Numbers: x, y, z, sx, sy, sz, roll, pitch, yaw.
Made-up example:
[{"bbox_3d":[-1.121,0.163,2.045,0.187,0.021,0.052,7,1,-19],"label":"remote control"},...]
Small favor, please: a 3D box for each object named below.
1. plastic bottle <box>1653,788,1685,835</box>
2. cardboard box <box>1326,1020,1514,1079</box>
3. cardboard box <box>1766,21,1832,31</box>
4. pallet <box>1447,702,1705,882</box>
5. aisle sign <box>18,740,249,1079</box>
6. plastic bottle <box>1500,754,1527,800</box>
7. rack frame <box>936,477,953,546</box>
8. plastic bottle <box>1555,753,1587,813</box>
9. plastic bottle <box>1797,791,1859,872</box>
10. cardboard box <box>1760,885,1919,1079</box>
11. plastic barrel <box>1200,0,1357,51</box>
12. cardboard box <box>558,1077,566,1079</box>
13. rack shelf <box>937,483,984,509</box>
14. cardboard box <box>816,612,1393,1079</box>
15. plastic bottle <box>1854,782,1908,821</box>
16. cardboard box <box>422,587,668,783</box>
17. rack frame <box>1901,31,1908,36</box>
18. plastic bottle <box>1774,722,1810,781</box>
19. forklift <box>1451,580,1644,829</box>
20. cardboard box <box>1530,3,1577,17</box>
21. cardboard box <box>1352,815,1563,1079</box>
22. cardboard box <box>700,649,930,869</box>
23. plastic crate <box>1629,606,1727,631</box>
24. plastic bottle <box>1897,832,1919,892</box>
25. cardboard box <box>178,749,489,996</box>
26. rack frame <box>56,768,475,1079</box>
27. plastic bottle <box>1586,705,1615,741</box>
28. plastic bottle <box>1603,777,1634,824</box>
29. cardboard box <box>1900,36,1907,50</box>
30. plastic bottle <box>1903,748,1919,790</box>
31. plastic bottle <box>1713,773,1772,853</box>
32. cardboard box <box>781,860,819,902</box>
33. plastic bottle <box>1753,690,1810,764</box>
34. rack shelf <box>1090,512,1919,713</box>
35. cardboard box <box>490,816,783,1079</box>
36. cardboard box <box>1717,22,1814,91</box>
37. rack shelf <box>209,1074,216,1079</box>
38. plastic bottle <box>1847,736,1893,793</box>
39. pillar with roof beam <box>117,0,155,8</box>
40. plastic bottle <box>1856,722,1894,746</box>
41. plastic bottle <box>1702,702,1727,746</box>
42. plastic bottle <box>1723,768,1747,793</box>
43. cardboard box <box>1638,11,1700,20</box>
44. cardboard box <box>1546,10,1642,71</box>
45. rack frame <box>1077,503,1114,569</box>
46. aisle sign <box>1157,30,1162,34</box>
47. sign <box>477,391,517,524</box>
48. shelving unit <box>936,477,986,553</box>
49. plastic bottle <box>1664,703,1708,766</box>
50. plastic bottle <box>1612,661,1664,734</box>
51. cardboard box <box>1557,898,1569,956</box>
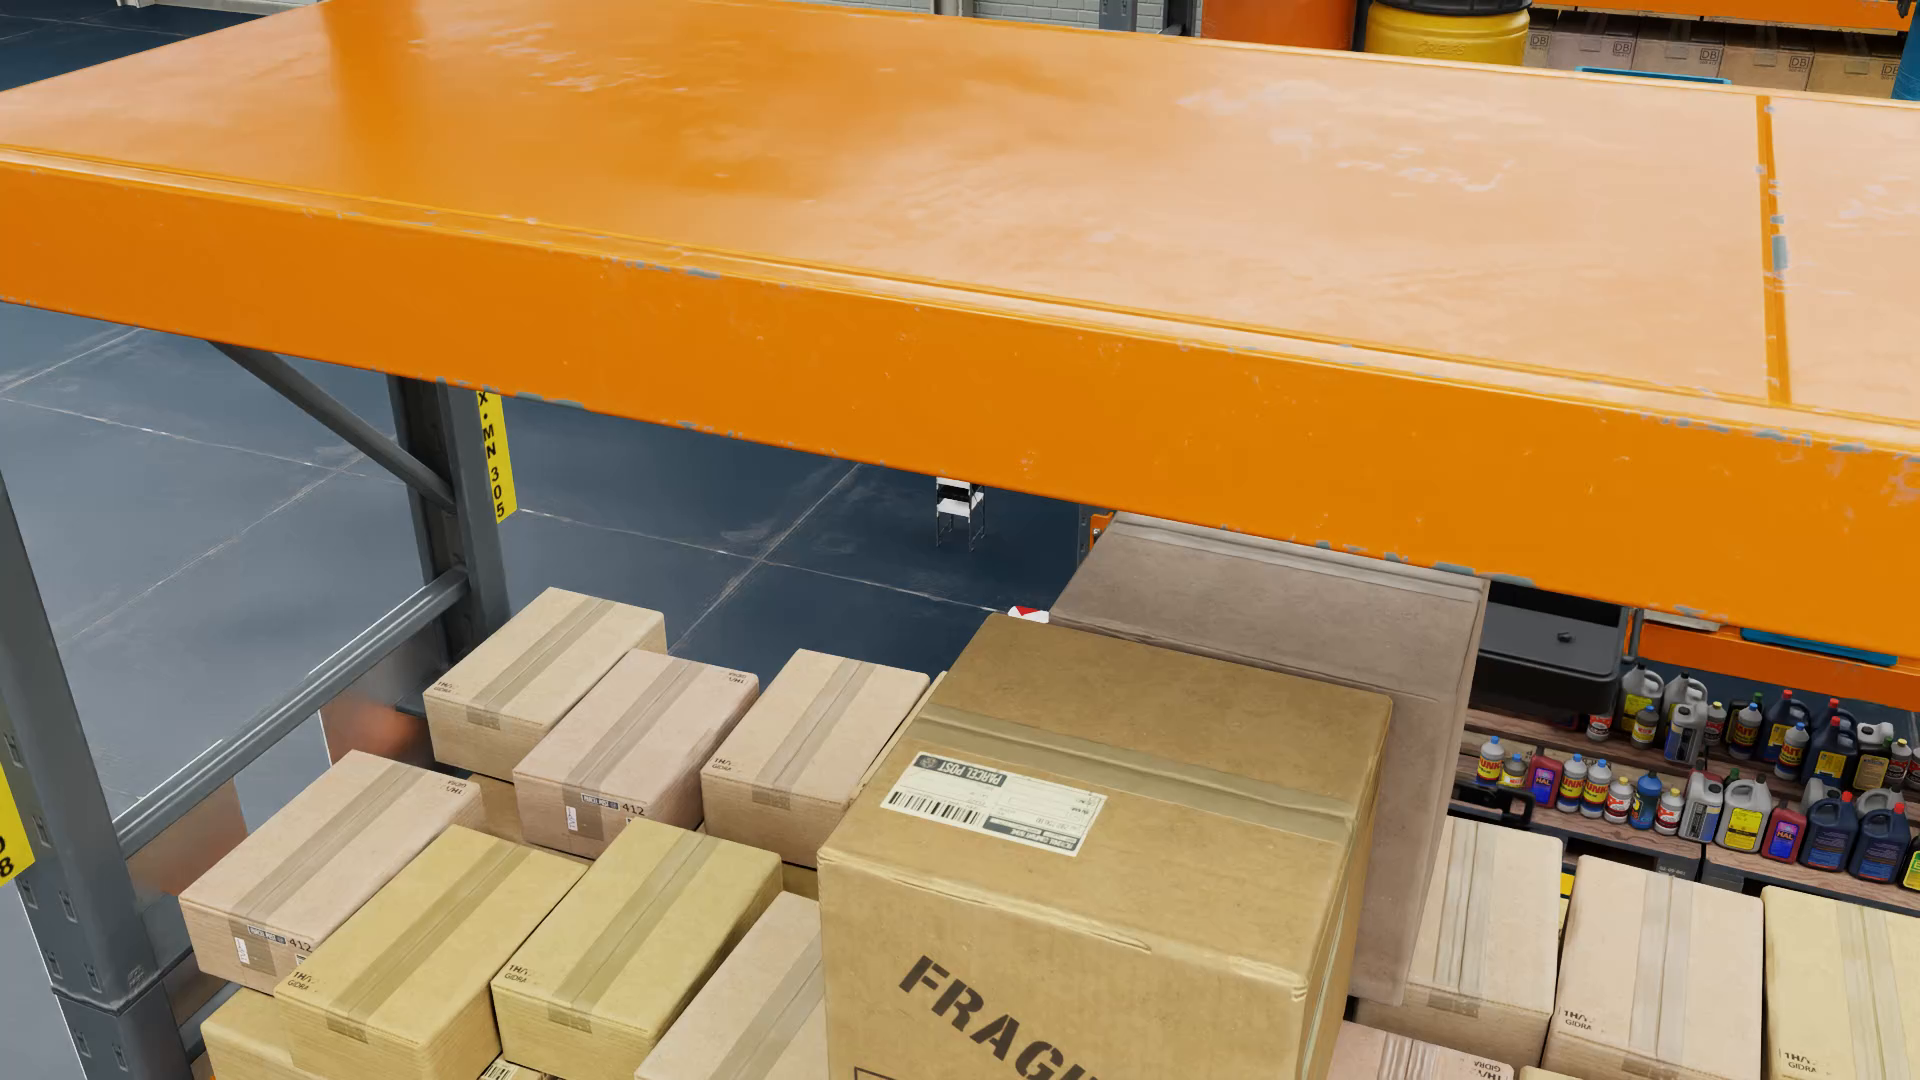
[{"bbox_3d":[3.020,1.146,7.071,0.097,0.201,0.097,0,29,0],"label":"plastic bottle"},{"bbox_3d":[0.512,0.785,2.011,0.250,0.149,0.380,11,31,19],"label":"cardboard box"},{"bbox_3d":[7.177,-4.580,14.174,0.500,0.500,0.500,11,31,19],"label":"cardboard box"},{"bbox_3d":[2.730,1.089,7.608,1.213,0.211,1.003,11,31,19],"label":"pallet"},{"bbox_3d":[-1.267,0.756,2.723,0.004,0.787,0.394,11,31,19],"label":"aisle sign"},{"bbox_3d":[2.424,1.027,7.281,0.097,0.201,0.097,0,29,0],"label":"plastic bottle"},{"bbox_3d":[-0.087,-0.409,9.559,0.006,0.900,0.240,11,31,19],"label":"rack frame"},{"bbox_3d":[2.645,1.041,7.186,0.097,0.271,0.097,0,29,0],"label":"plastic bottle"},{"bbox_3d":[3.589,1.182,6.855,0.185,0.351,0.144,10,31,17],"label":"plastic bottle"},{"bbox_3d":[1.201,0.663,2.227,0.250,0.149,0.380,11,31,18],"label":"cardboard box"},{"bbox_3d":[1.263,-2.140,6.576,0.708,0.830,0.600,11,31,19],"label":"plastic barrel"},{"bbox_3d":[-0.268,0.821,2.353,0.500,0.250,0.500,11,31,18],"label":"cardboard box"},{"bbox_3d":[0.008,-0.283,9.587,0.200,0.077,0.258,11,31,19],"label":"rack shelf"},{"bbox_3d":[0.177,0.463,1.922,0.500,0.500,0.500,11,31,19],"label":"cardboard box"},{"bbox_3d":[3.821,1.152,6.909,0.185,0.351,0.144,11,31,19],"label":"plastic bottle"},{"bbox_3d":[-0.723,0.257,2.946,0.250,0.149,0.380,11,31,19],"label":"cardboard box"},{"bbox_3d":[8.196,-4.274,14.262,0.127,3.000,1.000,11,31,19],"label":"rack frame"},{"bbox_3d":[3.700,0.930,7.383,0.097,0.271,0.097,0,29,0],"label":"plastic bottle"},{"bbox_3d":[1.404,0.908,5.165,3.031,2.935,1.130,12,32,21],"label":"forklift"},{"bbox_3d":[5.273,-4.962,14.851,0.500,0.500,0.500,11,31,19],"label":"cardboard box"},{"bbox_3d":[0.717,0.573,2.387,0.250,0.149,0.380,10,31,17],"label":"cardboard box"},{"bbox_3d":[-0.231,0.359,2.765,0.250,0.149,0.380,10,31,17],"label":"cardboard box"},{"bbox_3d":[2.872,0.174,6.663,0.437,0.136,0.530,11,31,19],"label":"plastic crate"},{"bbox_3d":[3.902,1.296,6.722,0.133,0.283,0.061,13,32,22],"label":"plastic bottle"},{"bbox_3d":[-0.929,0.504,2.508,0.250,0.149,0.380,11,31,19],"label":"cardboard box"},{"bbox_3d":[-1.097,1.762,3.584,0.127,3.000,1.000,11,31,19],"label":"rack frame"},{"bbox_3d":[2.954,0.815,7.656,0.097,0.201,0.097,0,29,0],"label":"plastic bottle"},{"bbox_3d":[2.830,1.108,7.138,0.097,0.201,0.097,0,29,0],"label":"plastic bottle"},{"bbox_3d":[5.924,-2.702,10.061,0.500,0.500,0.700,11,31,19],"label":"cardboard box"},{"bbox_3d":[4.247,0.993,7.342,0.097,0.201,0.097,0,29,0],"label":"plastic bottle"},{"bbox_3d":[3.289,1.122,6.961,0.185,0.351,0.144,11,31,19],"label":"plastic bottle"},{"bbox_3d":[-0.091,0.586,2.769,0.500,0.250,0.500,11,31,19],"label":"cardboard box"},{"bbox_3d":[3.705,0.832,7.475,0.185,0.351,0.144,10,31,17],"label":"plastic bottle"},{"bbox_3d":[2.618,0.187,7.102,4.000,0.370,1.077,11,31,19],"label":"rack shelf"},{"bbox_3d":[-0.445,0.587,2.362,0.250,0.149,0.380,11,31,18],"label":"cardboard box"},{"bbox_3d":[4.991,-2.888,10.390,0.500,0.500,0.700,11,31,19],"label":"cardboard box"},{"bbox_3d":[0.756,1.139,2.369,4.000,0.370,1.077,11,31,19],"label":"rack shelf"},{"bbox_3d":[3.992,0.977,7.286,0.133,0.283,0.061,11,31,19],"label":"plastic bottle"},{"bbox_3d":[-12.834,-9.257,16.983,0.400,9.000,9.100,11,31,19],"label":"pillar with roof beam"},{"bbox_3d":[4.031,0.932,7.374,0.135,0.276,0.152,12,32,21],"label":"plastic bottle"},{"bbox_3d":[3.451,0.834,7.623,0.097,0.201,0.097,0,29,0],"label":"plastic bottle"},{"bbox_3d":[3.304,1.100,7.069,0.133,0.283,0.061,11,31,19],"label":"plastic bottle"},{"bbox_3d":[6.233,-4.774,14.517,0.500,0.500,0.500,12,32,21],"label":"cardboard box"},{"bbox_3d":[4.064,-3.073,10.718,0.500,0.500,0.700,11,31,19],"label":"cardboard box"},{"bbox_3d":[0.765,-0.496,7.580,0.127,3.000,1.000,11,31,19],"label":"rack frame"},{"bbox_3d":[0.810,-1.777,7.203,0.004,0.787,0.394,11,31,19],"label":"aisle sign"},{"bbox_3d":[-0.870,-0.179,3.069,0.005,0.325,0.100,11,31,19],"label":"sign"},{"bbox_3d":[0.008,-0.390,9.526,0.210,0.900,0.258,11,31,19],"label":"shelving unit"},{"bbox_3d":[3.278,0.858,7.505,0.135,0.276,0.152,11,31,19],"label":"plastic bottle"},{"bbox_3d":[3.138,0.719,7.675,0.185,0.351,0.144,13,32,21],"label":"plastic bottle"},{"bbox_3d":[0.848,0.775,2.434,0.500,0.250,0.500,11,31,18],"label":"cardboard box"}]
